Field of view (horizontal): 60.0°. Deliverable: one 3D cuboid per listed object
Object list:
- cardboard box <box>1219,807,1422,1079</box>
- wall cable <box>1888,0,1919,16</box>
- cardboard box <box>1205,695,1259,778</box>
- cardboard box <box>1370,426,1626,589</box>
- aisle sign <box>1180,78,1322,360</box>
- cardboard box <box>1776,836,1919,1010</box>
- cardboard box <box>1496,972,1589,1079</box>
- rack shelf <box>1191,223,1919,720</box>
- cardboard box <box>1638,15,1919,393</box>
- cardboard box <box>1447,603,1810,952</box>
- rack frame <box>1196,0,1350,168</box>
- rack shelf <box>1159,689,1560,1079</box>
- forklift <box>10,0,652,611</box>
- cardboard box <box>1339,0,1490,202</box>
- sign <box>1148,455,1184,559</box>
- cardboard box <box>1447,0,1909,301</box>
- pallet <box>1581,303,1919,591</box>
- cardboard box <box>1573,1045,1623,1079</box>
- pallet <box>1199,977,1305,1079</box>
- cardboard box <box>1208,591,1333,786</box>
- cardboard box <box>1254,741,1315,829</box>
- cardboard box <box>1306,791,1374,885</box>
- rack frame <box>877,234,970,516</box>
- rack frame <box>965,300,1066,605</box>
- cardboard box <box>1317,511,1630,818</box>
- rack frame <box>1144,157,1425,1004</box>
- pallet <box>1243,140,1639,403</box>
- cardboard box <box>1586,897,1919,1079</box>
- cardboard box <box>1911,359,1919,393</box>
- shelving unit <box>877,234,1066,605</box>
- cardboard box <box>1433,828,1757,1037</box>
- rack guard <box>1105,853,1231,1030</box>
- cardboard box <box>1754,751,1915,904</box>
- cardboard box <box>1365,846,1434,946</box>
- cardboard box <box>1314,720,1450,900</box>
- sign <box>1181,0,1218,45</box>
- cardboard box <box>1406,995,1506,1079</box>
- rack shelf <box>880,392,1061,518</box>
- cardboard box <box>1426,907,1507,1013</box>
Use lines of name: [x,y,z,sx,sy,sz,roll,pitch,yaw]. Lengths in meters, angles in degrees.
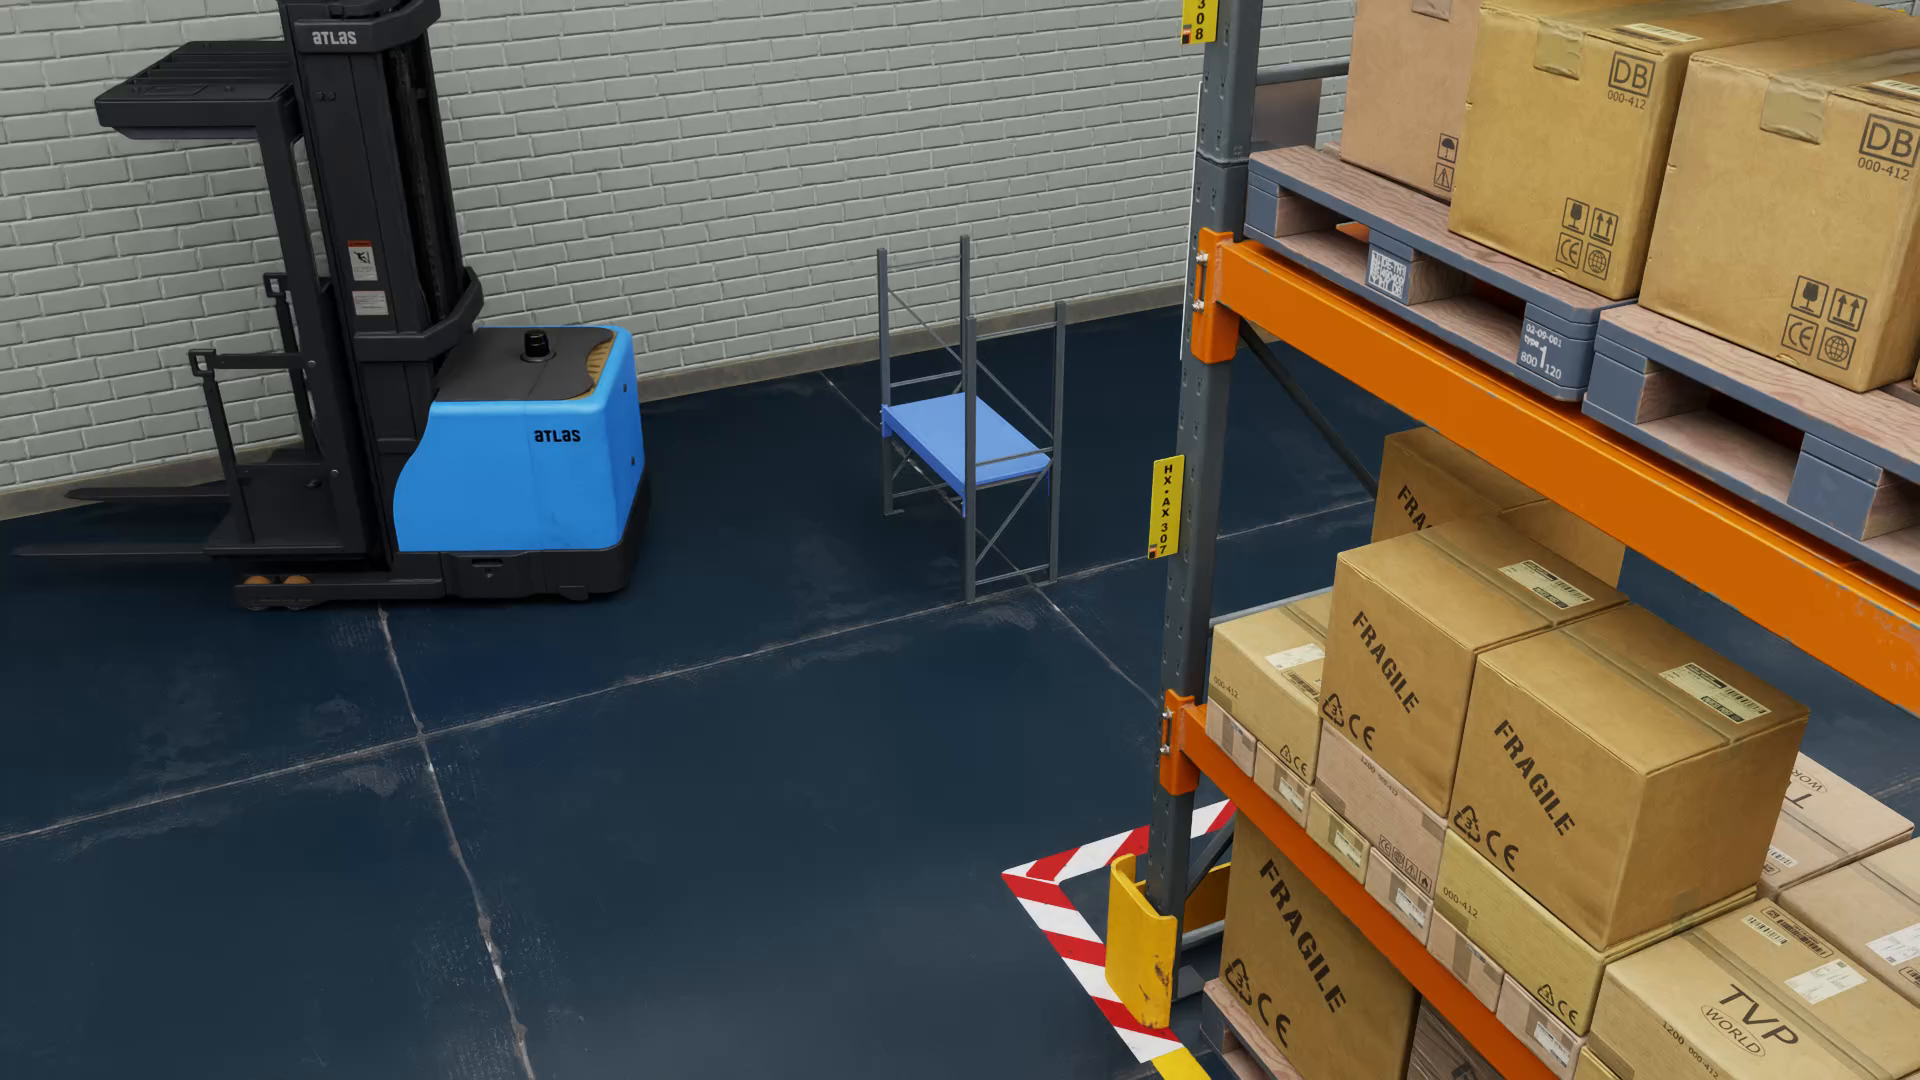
cardboard box: [1.456,1.213,5.263,0.875,0.875,0.875,-13,32,-22]
wall cable: [7.618,-4.820,13.208,0.585,1.953,0.123,-13,32,-22]
cardboard box: [0.963,0.539,4.978,0.380,0.149,0.250,-13,32,-21]
cardboard box: [1.556,-0.028,4.815,0.500,0.500,0.500,-13,32,-21]
aisle sign: [0.807,-0.899,4.628,0.394,0.787,0.004,-13,32,-22]
cardboard box: [2.220,0.976,3.792,0.500,0.250,0.500,-13,32,-22]
cardboard box: [1.518,1.107,3.966,0.380,0.149,0.250,-13,32,-23]
rack shelf: [1.968,0.093,3.187,1.077,0.370,4.000,-13,32,-22]
cardboard box: [1.779,-0.664,3.167,0.700,0.500,0.500,-15,33,-25]
cardboard box: [1.514,0.529,3.821,0.500,0.500,0.500,-14,32,-23]
rack frame: [1.109,-2.413,3.853,1.000,3.000,0.127,-13,32,-22]
rack shelf: [1.968,1.401,3.920,1.077,0.370,4.000,-13,32,-22]
forklift: [-3.168,-1.196,7.886,3.031,2.935,1.130,-1,29,-1]
cardboard box: [1.381,-1.157,4.045,0.700,0.500,0.500,-15,33,-25]
sign: [0.605,-0.095,4.886,0.100,0.325,0.005,-13,32,-22]
cardboard box: [1.513,-0.883,3.557,0.700,0.500,0.500,-14,32,-24]
pallet: [1.965,-0.201,3.065,1.003,0.211,1.213,-13,32,-22]
cardboard box: [1.625,1.219,3.767,0.380,0.149,0.250,-14,32,-23]
pallet: [1.523,1.757,5.401,1.003,0.211,1.213,-13,32,-22]
cardboard box: [1.071,0.408,4.805,0.500,0.250,0.500,-14,32,-23]
cardboard box: [1.075,0.652,4.777,0.380,0.149,0.250,-14,32,-23]
cardboard box: [1.185,0.765,4.575,0.380,0.149,0.250,-14,32,-23]
rack frame: [-0.182,-0.841,8.716,0.500,1.500,0.032,-13,32,-22]
rack frame: [0.255,-0.392,7.916,0.500,1.500,0.032,-13,32,-22]
cardboard box: [1.286,0.302,4.227,0.500,0.500,0.500,-14,32,-23]
rack frame: [1.109,0.204,5.320,1.000,3.000,0.127,-13,32,-22]
pallet: [1.437,-0.740,4.027,1.003,0.211,1.213,-13,32,-22]
cardboard box: [1.742,1.088,3.591,0.500,0.250,0.500,-14,32,-23]
cardboard box: [2.113,-0.440,2.768,0.700,0.500,0.500,-12,31,-20]
shelving unit: [0.037,-0.616,8.316,0.538,1.500,1.048,-13,32,-22]
cardboard box: [1.513,0.859,4.000,0.500,0.250,0.500,-14,32,-24]
rack guard: [1.099,1.283,5.950,1.175,0.500,0.348,-13,32,-22]
cardboard box: [1.993,0.747,4.201,0.500,0.250,0.500,-14,32,-24]
cardboard box: [1.298,0.880,4.370,0.380,0.149,0.250,-14,32,-23]
cardboard box: [1.300,0.636,4.398,0.500,0.250,0.500,-13,32,-23]
sign: [0.605,-1.407,4.150,0.100,0.325,0.005,-13,32,-22]
cardboard box: [1.847,1.615,4.546,0.875,0.875,0.875,-13,32,-22]
rack shelf: [0.037,-0.460,8.404,0.538,0.185,1.000,-13,32,-22]
cardboard box: [1.406,0.993,4.169,0.380,0.149,0.250,-14,32,-23]
